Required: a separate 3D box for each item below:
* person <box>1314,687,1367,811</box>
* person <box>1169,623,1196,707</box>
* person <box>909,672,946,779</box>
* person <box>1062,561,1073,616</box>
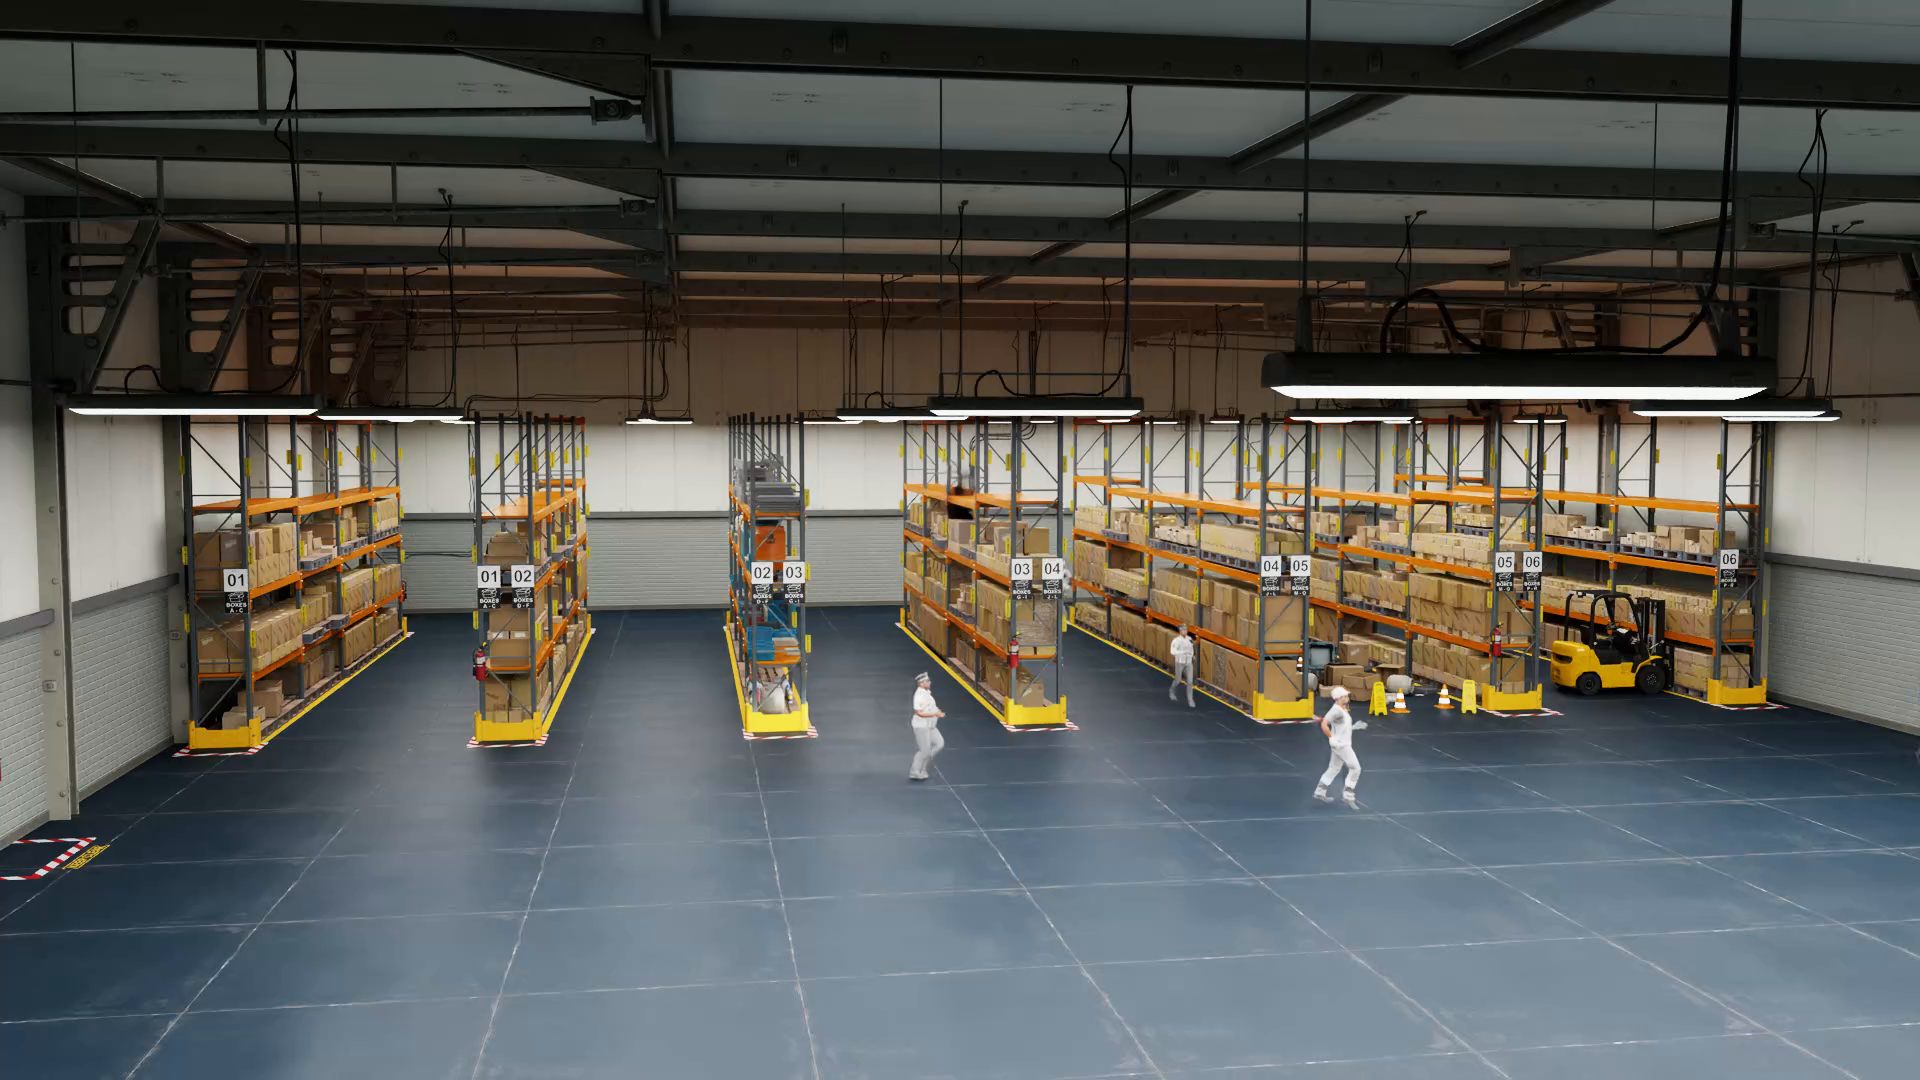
[{"bbox_3d":[5.716,3.130,24.964,0.774,1.846,0.643,1,4,11],"label":"person"},{"bbox_3d":[4.591,2.535,34.141,0.611,1.679,0.939,-1,4,-16],"label":"person"},{"bbox_3d":[-0.507,3.015,26.983,0.645,1.755,0.640,1,4,14],"label":"person"},{"bbox_3d":[2.992,1.506,49.508,0.639,1.837,0.745,-2,4,-23],"label":"person"}]
